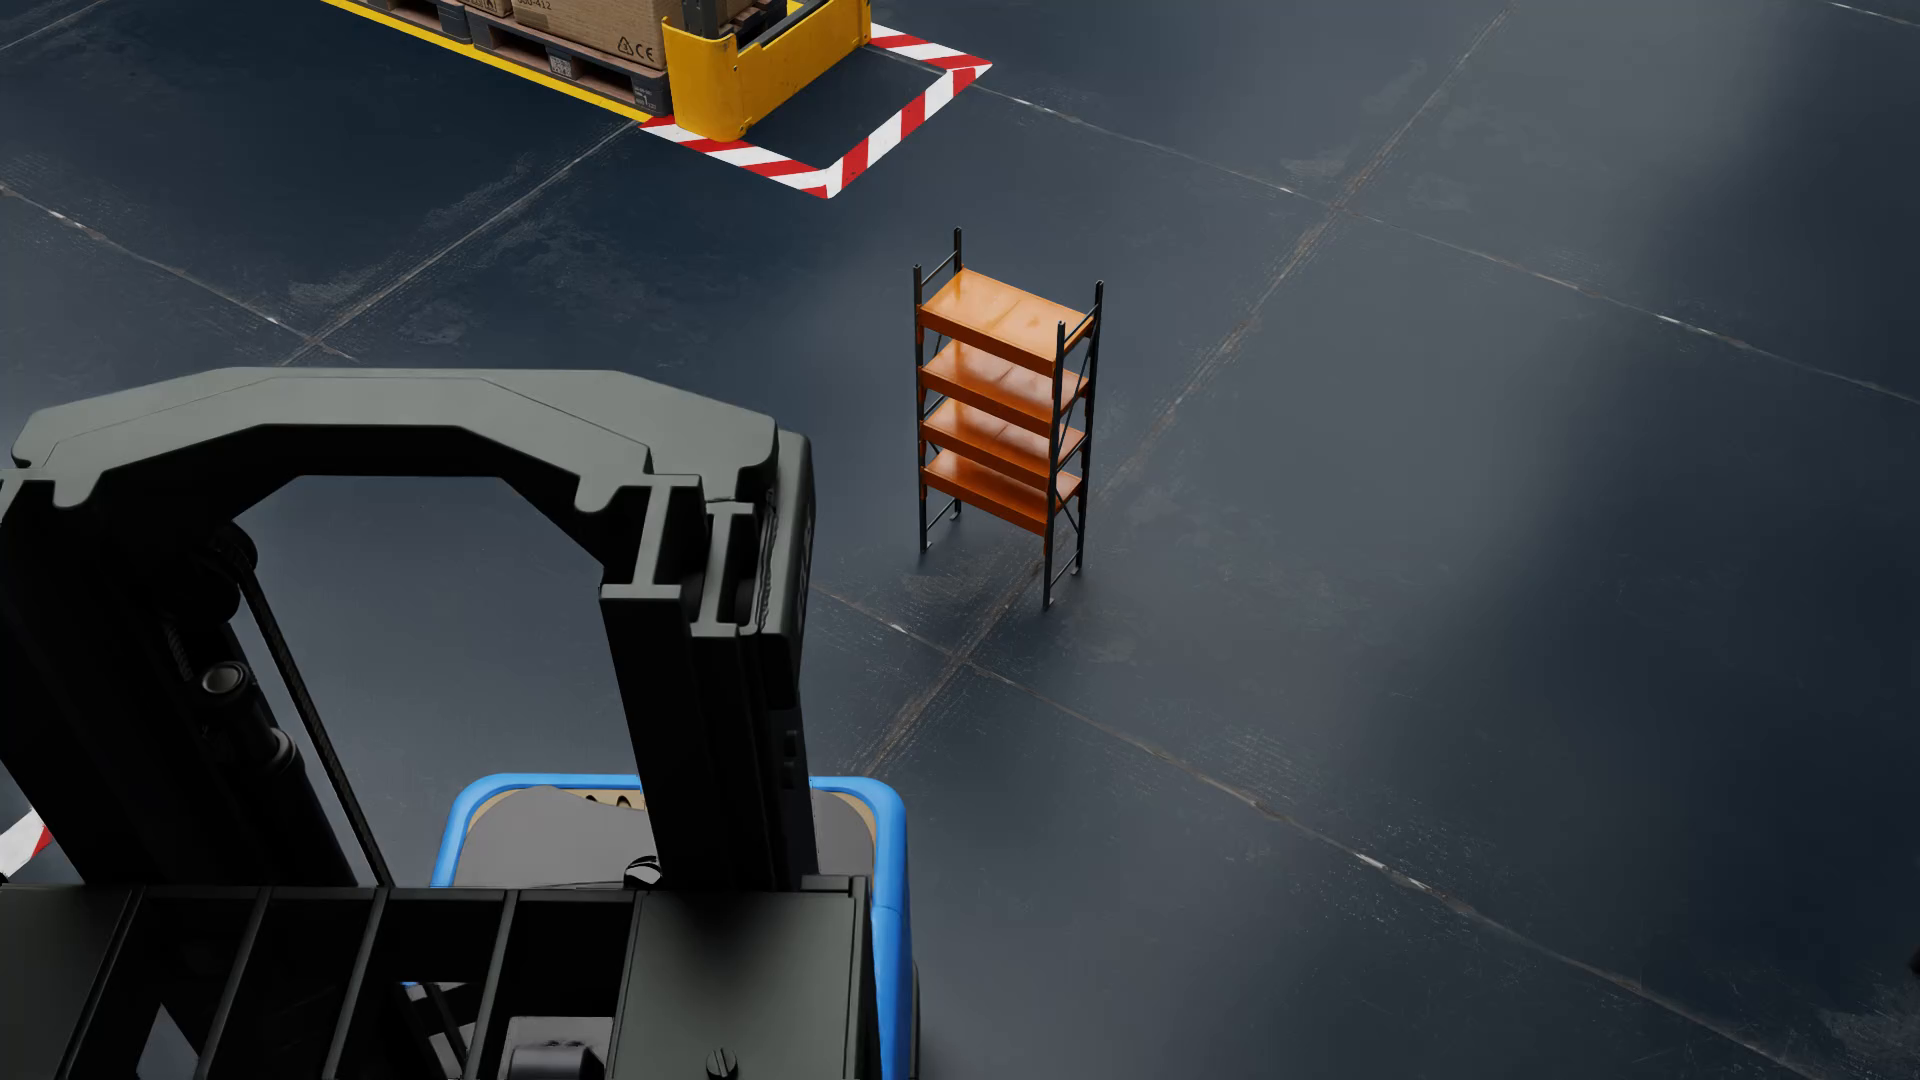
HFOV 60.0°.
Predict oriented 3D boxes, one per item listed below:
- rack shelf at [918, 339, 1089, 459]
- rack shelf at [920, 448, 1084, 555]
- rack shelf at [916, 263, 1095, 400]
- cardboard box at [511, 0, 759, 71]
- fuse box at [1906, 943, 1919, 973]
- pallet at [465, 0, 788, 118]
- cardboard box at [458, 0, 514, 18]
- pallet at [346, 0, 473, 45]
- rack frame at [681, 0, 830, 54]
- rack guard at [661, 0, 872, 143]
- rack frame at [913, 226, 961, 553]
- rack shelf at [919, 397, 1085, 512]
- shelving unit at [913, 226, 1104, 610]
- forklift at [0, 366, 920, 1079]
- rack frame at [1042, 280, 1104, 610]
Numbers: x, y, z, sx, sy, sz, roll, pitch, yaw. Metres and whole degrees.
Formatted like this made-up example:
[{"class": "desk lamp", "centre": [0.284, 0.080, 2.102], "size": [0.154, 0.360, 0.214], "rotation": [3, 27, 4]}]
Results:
[{"class": "rack shelf", "centre": [0.139, -0.463, 5.145], "size": [0.480, 0.148, 0.258], "rotation": [25, 51, 22]}, {"class": "rack shelf", "centre": [0.139, -0.169, 5.448], "size": [0.480, 0.148, 0.258], "rotation": [25, 51, 22]}, {"class": "rack shelf", "centre": [0.139, -0.628, 4.976], "size": [0.480, 0.148, 0.258], "rotation": [25, 51, 22]}, {"class": "cardboard box", "centre": [-1.497, -2.692, 7.768], "size": [0.875, 0.438, 0.875], "rotation": [23, 50, 21]}, {"class": "fuse box", "centre": [2.615, 0.586, 3.987], "size": [0.414, 1.711, 0.539], "rotation": [25, 51, 22]}, {"class": "pallet", "centre": [-1.603, -2.534, 8.065], "size": [1.213, 0.211, 1.003], "rotation": [25, 51, 22]}, {"class": "cardboard box", "centre": [-2.272, -3.041, 8.108], "size": [0.875, 0.438, 0.875], "rotation": [26, 51, 23]}, {"class": "pallet", "centre": [-2.626, -3.007, 8.525], "size": [1.213, 0.211, 1.003], "rotation": [25, 51, 22]}, {"class": "rack frame", "centre": [-0.888, -3.244, 6.810], "size": [0.127, 3.000, 1.000], "rotation": [25, 51, 22]}, {"class": "rack guard", "centre": [-0.867, -2.363, 7.698], "size": [0.348, 0.500, 1.175], "rotation": [25, 51, 22]}, {"class": "rack frame", "centre": [-0.066, -0.449, 5.349], "size": [0.015, 1.200, 0.240], "rotation": [25, 51, 22]}, {"class": "rack shelf", "centre": [0.139, -0.307, 5.306], "size": [0.480, 0.148, 0.258], "rotation": [25, 51, 22]}, {"class": "shelving unit", "centre": [0.139, -0.354, 5.257], "size": [0.503, 1.200, 0.258], "rotation": [25, 51, 22]}, {"class": "forklift", "centre": [-0.649, 1.315, 2.429], "size": [1.130, 2.935, 3.031], "rotation": [1, 46, 1]}, {"class": "rack frame", "centre": [0.345, -0.260, 5.166], "size": [0.015, 1.200, 0.240], "rotation": [25, 51, 22]}]
